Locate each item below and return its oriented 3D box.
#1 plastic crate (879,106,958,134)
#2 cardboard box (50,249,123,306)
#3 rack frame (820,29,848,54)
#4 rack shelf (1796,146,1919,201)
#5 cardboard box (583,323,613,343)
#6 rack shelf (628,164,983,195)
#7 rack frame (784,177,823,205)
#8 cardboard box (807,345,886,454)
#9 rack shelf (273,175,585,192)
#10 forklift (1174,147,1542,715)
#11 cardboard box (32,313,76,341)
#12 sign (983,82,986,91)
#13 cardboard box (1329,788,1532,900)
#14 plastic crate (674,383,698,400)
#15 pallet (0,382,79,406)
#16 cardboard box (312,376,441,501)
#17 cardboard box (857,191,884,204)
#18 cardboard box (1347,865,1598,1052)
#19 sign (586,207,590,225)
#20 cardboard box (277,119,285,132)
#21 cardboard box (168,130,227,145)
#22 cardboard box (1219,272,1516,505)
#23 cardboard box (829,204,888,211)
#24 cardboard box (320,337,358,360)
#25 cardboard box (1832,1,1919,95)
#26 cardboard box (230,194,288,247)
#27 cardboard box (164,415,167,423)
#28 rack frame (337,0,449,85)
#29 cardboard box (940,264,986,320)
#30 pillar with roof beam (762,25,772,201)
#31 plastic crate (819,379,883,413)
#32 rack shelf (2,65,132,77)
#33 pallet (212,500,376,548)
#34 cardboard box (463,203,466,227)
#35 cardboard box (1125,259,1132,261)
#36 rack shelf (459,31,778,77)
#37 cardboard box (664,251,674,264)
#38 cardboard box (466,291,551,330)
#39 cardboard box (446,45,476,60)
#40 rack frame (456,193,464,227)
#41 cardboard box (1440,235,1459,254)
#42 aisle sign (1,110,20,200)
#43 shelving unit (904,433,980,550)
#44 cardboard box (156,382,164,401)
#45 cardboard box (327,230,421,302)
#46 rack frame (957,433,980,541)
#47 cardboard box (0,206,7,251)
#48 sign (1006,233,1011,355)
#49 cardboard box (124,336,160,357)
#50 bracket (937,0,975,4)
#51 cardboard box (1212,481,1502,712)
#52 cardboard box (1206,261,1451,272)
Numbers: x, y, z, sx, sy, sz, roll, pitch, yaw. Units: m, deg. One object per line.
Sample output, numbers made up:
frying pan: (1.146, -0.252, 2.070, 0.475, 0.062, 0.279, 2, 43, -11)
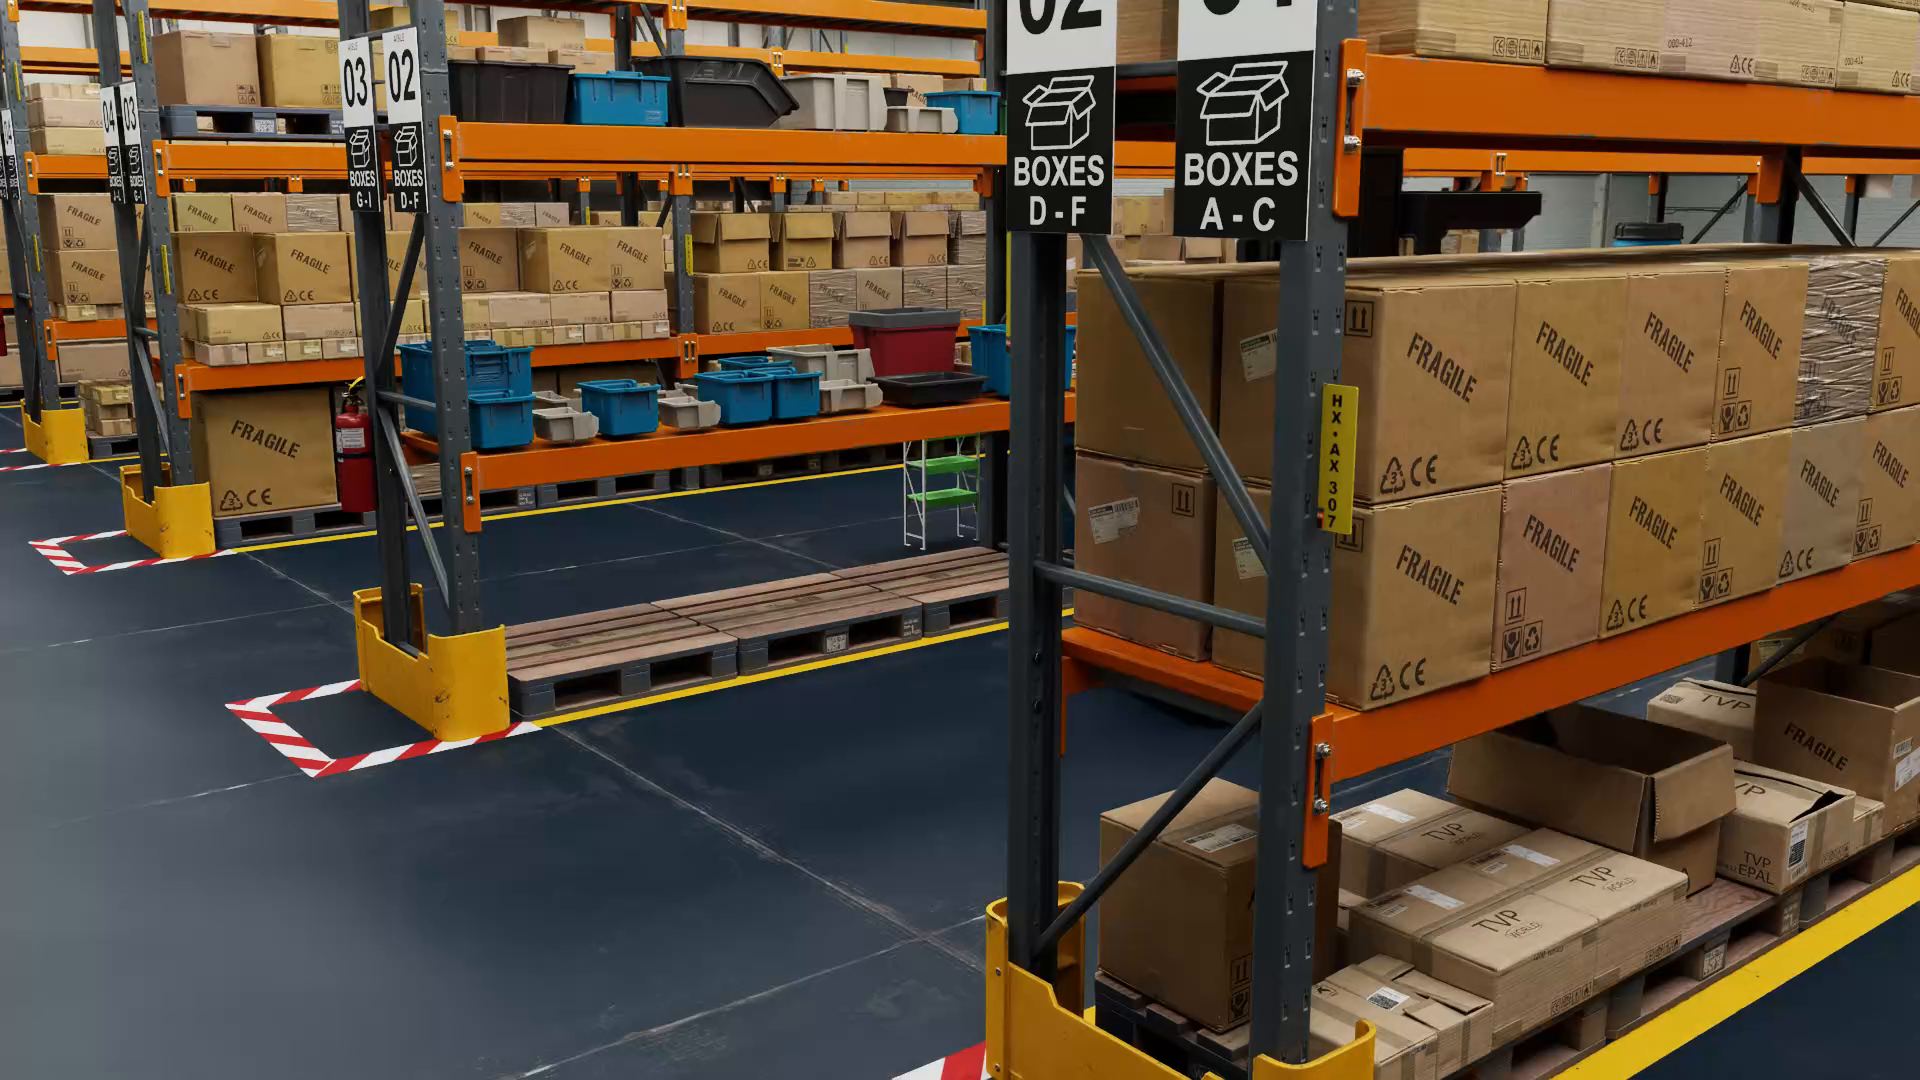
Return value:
plastic crate: (-0.235, -2.277, 9.044, 0.466, 0.136, 0.293, -9, 15, -38)
cardboard box: (-8.193, -2.475, 15.607, 0.500, 0.500, 0.500, -9, 15, -35)
rack frame: (-2.498, -8.872, 32.248, 0.127, 3.000, 1.000, -9, 15, -38)
rack shelf: (5.174, -1.737, 7.596, 4.000, 0.370, 1.077, -9, 15, -38)
cardboard box: (-3.008, -1.687, 13.455, 0.250, 0.149, 0.380, -10, 15, -39)
rack shelf: (-1.012, -3.344, 15.165, 4.000, 0.370, 1.077, -9, 15, -38)
rack frame: (-2.517, -4.614, 26.638, 0.127, 3.000, 1.000, -9, 15, -38)
cardboard box: (-1.389, -1.337, 15.309, 0.875, 0.875, 1.225, -10, 16, -40)
rack shelf: (-7.202, -4.951, 22.734, 4.000, 0.370, 1.077, -9, 15, -38)
forklift: (2.237, -0.766, 8.680, 3.031, 2.935, 1.130, -6, 13, -26)
cardboard box: (-13.287, -3.065, 24.350, 0.500, 0.500, 0.500, -9, 15, -37)
sign: (0.179, -2.727, 10.505, 0.005, 0.325, 0.100, -9, 15, -38)
cardboard box: (1.520, 1.058, 5.484, 0.500, 0.250, 0.500, -9, 15, -38)
plastic crate: (-1.422, -0.799, 9.160, 0.250, 0.136, 0.298, -9, 15, -38)
pallet: (-11.312, -1.810, 20.143, 1.213, 0.211, 1.003, -9, 15, -38)
cardboard box: (-4.536, -0.830, 12.920, 0.875, 0.875, 0.875, -9, 15, -38)
cardboard box: (-1.626, -5.382, 26.891, 0.500, 0.500, 0.700, -9, 15, -37)
cardboard box: (1.481, 1.198, 4.827, 0.500, 0.250, 0.500, -9, 15, -38)
sign: (-5.291, -4.572, 23.651, 0.005, 0.325, 0.100, -9, 15, -38)
cardboard box: (-6.612, -4.190, 16.574, 0.500, 0.250, 0.500, -9, 15, -35)
cardboard box: (-7.398, -3.815, 16.012, 0.500, 0.250, 0.500, -10, 16, -39)
cardboard box: (1.000, -0.395, 4.121, 0.500, 0.500, 0.500, -9, 15, -36)
cardboard box: (-1.319, -4.033, 21.252, 0.500, 0.500, 0.700, -10, 15, -39)
cardboard box: (-4.611, -1.420, 12.201, 0.250, 0.149, 0.380, -10, 15, -39)
cardboard box: (2.617, -1.520, 5.204, 0.500, 0.250, 0.500, -9, 15, -38)
cardboard box: (-6.994, -3.163, 16.440, 0.500, 0.500, 0.500, -10, 16, -39)
cardboard box: (-7.764, -1.175, 16.293, 0.250, 0.149, 0.380, -9, 15, -37)
rack frame: (-2.603, -3.581, 7.329, 0.127, 3.000, 1.000, -9, 15, -38)
cardboard box: (-0.073, -2.369, 15.822, 0.500, 0.500, 0.500, -10, 15, -38)
pillar with roof beam: (-0.915, -8.230, 29.223, 0.548, 9.000, 9.100, -9, 15, -38)
plastic crate: (-0.651, -0.791, 9.124, 0.466, 0.136, 0.293, -9, 15, -38)
rack shelf: (-13.430, -6.702, 23.768, 4.000, 0.370, 1.077, -9, 15, -38)
pallet: (-5.121, -0.202, 12.573, 1.213, 0.211, 1.003, -9, 15, -38)
cardboard box: (-7.068, -4.328, 22.641, 0.500, 0.500, 0.500, -10, 15, -39)
cardboard box: (1.684, -2.888, 17.819, 0.258, 0.266, 0.396, -10, 16, -39)
rack shelf: (-4.031, -5.433, 18.745, 4.000, 0.370, 1.077, -9, 15, -38)
cardboard box: (-3.374, -3.262, 19.146, 0.250, 0.149, 0.380, -10, 15, -38)
cardboard box: (-3.555, -1.807, 13.064, 0.500, 0.250, 0.500, -9, 15, -37)
cardboard box: (-4.066, -3.514, 12.743, 0.500, 0.500, 0.700, -9, 15, -35)
rack frame: (-5.593, -2.786, 18.030, 0.127, 3.000, 1.000, -9, 15, -38)
cardboard box: (5.617, -3.511, 20.486, 0.500, 0.500, 0.875, -9, 15, -38)
aisle sign: (-8.586, -3.481, 15.042, 0.004, 0.787, 0.394, -9, 15, -38)
shelving unit: (-0.129, -0.565, 11.903, 0.503, 1.200, 0.258, -9, 15, -38)
cardboard box: (-7.678, -1.449, 16.153, 0.250, 0.149, 0.380, -9, 15, -38)
cardboard box: (-4.362, -2.040, 12.356, 0.500, 0.500, 0.500, -10, 16, -39)
rack frame: (0.061, -0.597, 12.052, 0.015, 1.200, 0.240, -9, 15, -38)
cardboard box: (-11.335, -3.611, 19.266, 0.500, 0.500, 0.500, -10, 15, -39)
sign: (0.158, -0.656, 4.449, 0.005, 0.325, 0.100, -9, 15, -38)
cardboard box: (-10.020, -2.348, 21.122, 0.875, 0.438, 0.875, -10, 16, -39)
bracket: (-1.033, -11.022, 33.704, 4.783, 0.066, 0.076, -9, 15, -38)
cardboard box: (1.000, 0.094, 4.225, 0.500, 0.500, 0.500, -9, 15, -36)
cardboard box: (1.059, -0.549, 4.843, 0.500, 0.500, 0.500, -9, 15, -36)
